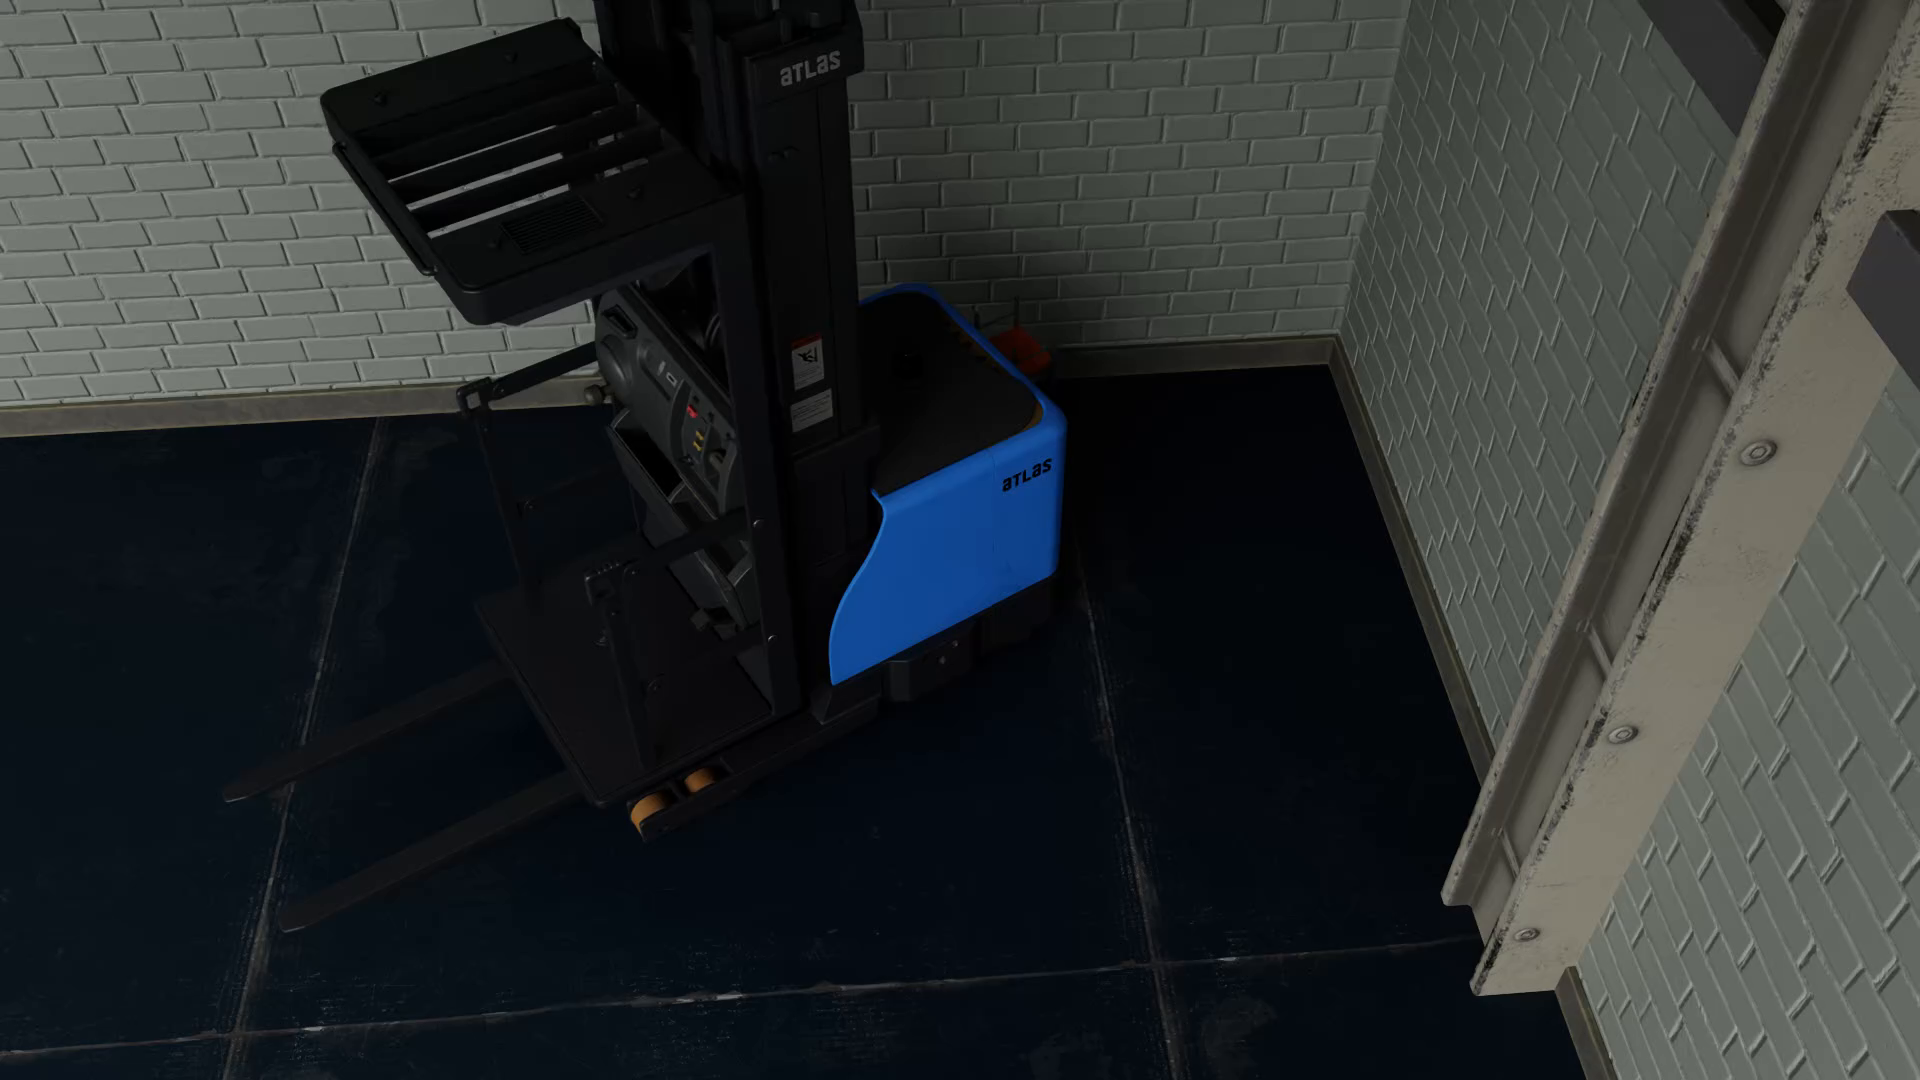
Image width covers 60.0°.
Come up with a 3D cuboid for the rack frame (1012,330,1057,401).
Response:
[{"bbox_3d":[0.276,-0.378,6.522,0.200,1.050,0.008,-26,52,-22],"label":"rack frame"}]

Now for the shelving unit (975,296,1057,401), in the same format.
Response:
[{"bbox_3d":[0.208,-0.452,6.591,0.215,1.050,0.252,-26,52,-22],"label":"shelving unit"}]

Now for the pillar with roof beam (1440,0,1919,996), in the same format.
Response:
[{"bbox_3d":[-2.463,-1.487,2.097,9.100,9.000,0.400,-3,47,-3],"label":"pillar with roof beam"}]

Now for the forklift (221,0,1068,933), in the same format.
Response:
[{"bbox_3d":[-1.115,-0.396,5.243,3.031,2.935,1.130,-26,52,-22],"label":"forklift"}]

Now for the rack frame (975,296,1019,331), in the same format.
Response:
[{"bbox_3d":[0.141,-0.526,6.661,0.200,1.050,0.008,-26,52,-22],"label":"rack frame"}]

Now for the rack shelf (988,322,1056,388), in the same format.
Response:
[{"bbox_3d":[0.209,-0.640,6.393,0.215,0.259,0.240,-26,52,-22],"label":"rack shelf"}]
